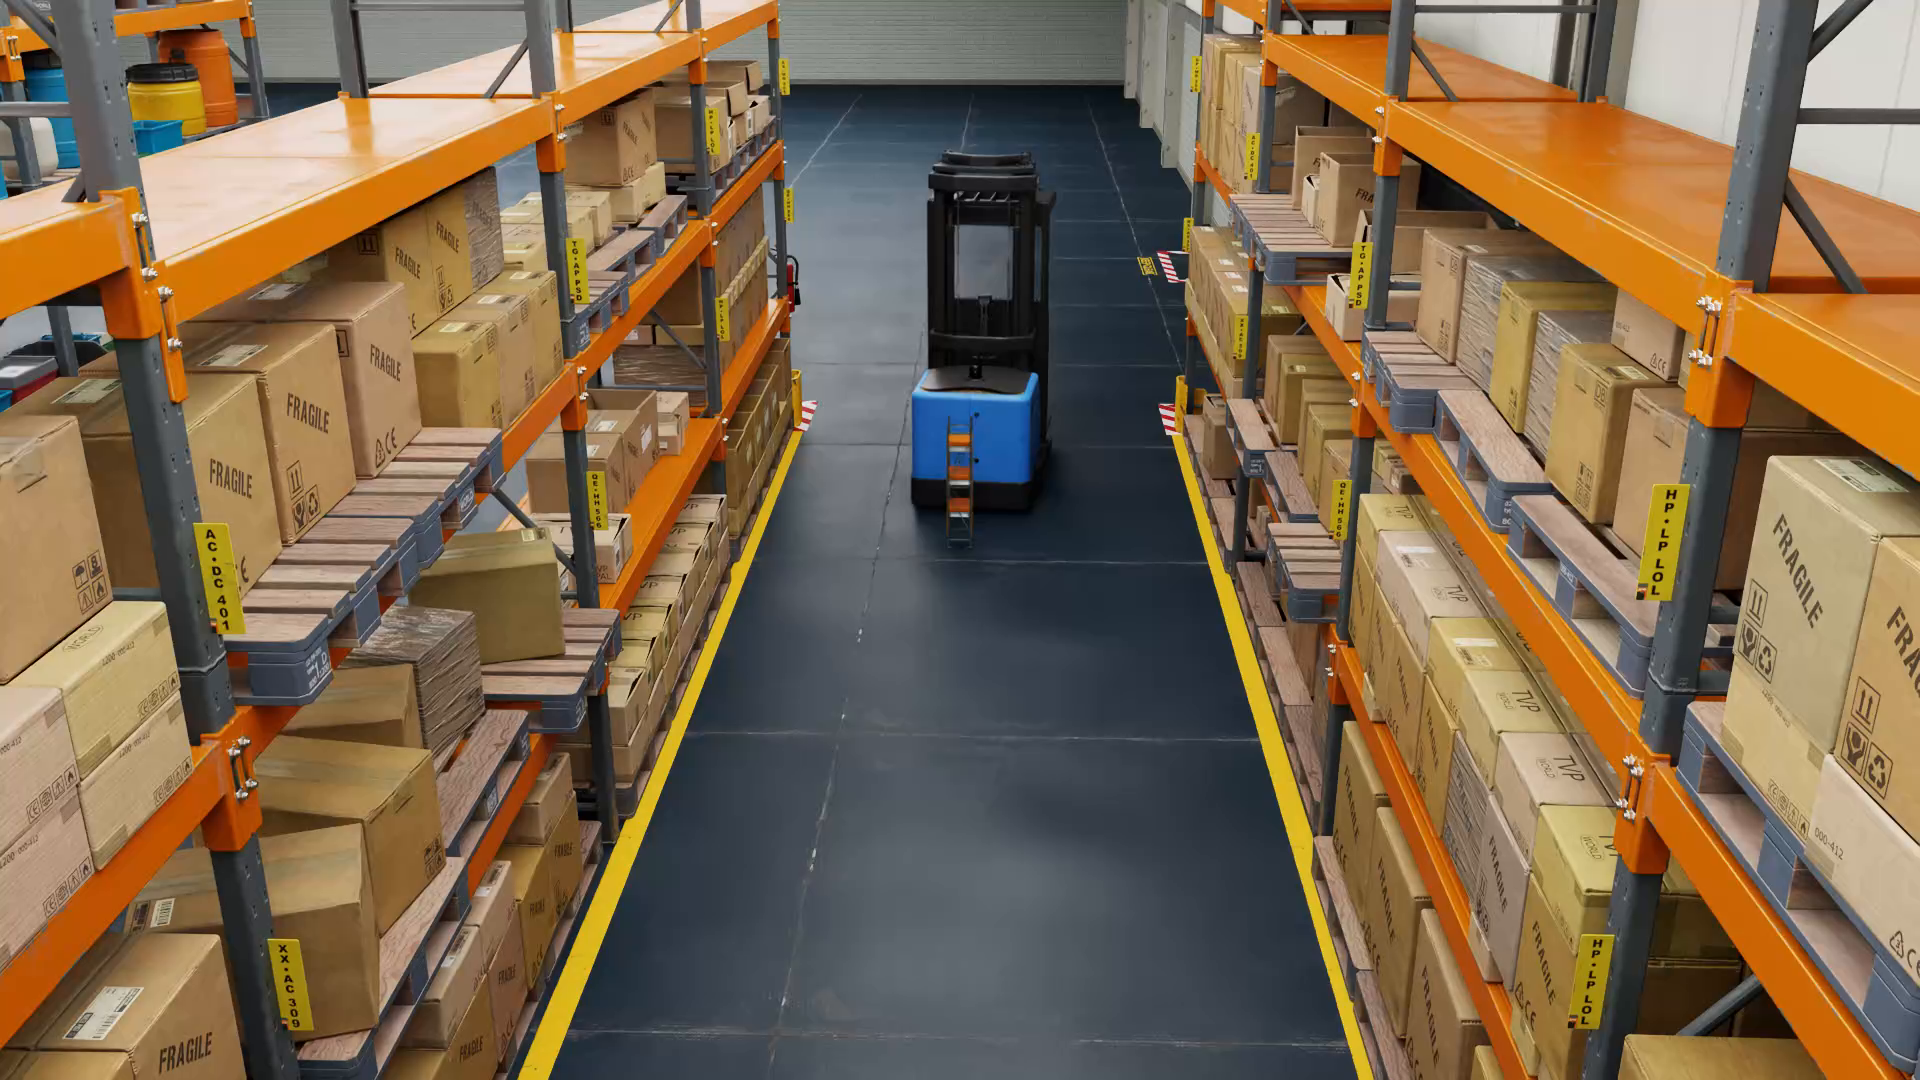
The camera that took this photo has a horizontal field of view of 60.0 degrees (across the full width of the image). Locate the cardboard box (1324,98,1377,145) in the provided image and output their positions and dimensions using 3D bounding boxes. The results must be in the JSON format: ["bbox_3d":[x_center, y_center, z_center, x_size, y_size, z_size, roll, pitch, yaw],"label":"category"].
[{"bbox_3d":[2.931,-3.190,12.202,0.500,0.500,0.500,1,21,3],"label":"cardboard box"}]

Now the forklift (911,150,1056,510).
[{"bbox_3d":[0.285,-2.122,15.239,1.130,2.935,3.031,3,21,7],"label":"forklift"}]

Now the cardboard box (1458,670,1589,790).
[{"bbox_3d":[2.186,0.712,6.227,0.500,0.250,0.500,1,21,3],"label":"cardboard box"}]

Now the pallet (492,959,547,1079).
[{"bbox_3d":[-2.543,2.307,7.585,1.003,0.211,1.213,1,21,2],"label":"pallet"}]

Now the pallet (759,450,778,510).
[{"bbox_3d":[-2.221,-0.578,15.020,1.003,0.211,1.213,1,21,2],"label":"pallet"}]

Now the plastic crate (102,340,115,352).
[{"bbox_3d":[-6.949,-1.593,14.075,0.450,0.188,0.662,1,21,2],"label":"plastic crate"}]

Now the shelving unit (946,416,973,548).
[{"bbox_3d":[-0.002,-0.470,13.583,0.215,1.050,0.252,1,21,2],"label":"shelving unit"}]

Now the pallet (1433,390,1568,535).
[{"bbox_3d":[2.511,-0.322,6.620,1.003,0.211,1.213,2,21,4],"label":"pallet"}]

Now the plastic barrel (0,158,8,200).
[{"bbox_3d":[-7.071,-2.650,11.667,0.600,0.901,0.708,1,21,2],"label":"plastic barrel"}]

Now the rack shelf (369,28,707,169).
[{"bbox_3d":[-2.382,-2.701,9.890,1.077,0.370,4.000,1,21,2],"label":"rack shelf"}]

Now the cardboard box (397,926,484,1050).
[{"bbox_3d":[-2.276,1.821,6.794,0.500,0.250,0.500,1,21,2],"label":"cardboard box"}]

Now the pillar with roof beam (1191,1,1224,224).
[{"bbox_3d":[-0.343,-9.462,25.769,9.100,9.000,0.400,1,21,2],"label":"pillar with roof beam"}]

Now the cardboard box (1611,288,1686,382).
[{"bbox_3d":[2.546,-0.719,5.599,0.500,0.250,0.500,0,21,0],"label":"cardboard box"}]

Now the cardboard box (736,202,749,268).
[{"bbox_3d":[-2.253,-2.686,14.667,0.700,0.500,0.500,1,21,2],"label":"cardboard box"}]

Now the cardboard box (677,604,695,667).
[{"bbox_3d":[-2.093,0.642,11.241,0.500,0.250,0.500,1,21,3],"label":"cardboard box"}]

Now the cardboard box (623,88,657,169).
[{"bbox_3d":[-2.380,-2.800,11.335,0.500,0.500,0.500,1,21,2],"label":"cardboard box"}]

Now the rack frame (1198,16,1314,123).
[{"bbox_3d":[2.752,-5.339,15.141,1.000,3.000,0.127,1,21,2],"label":"rack frame"}]

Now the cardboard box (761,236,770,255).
[{"bbox_3d":[-2.021,-2.804,15.867,0.380,0.149,0.250,0,21,1],"label":"cardboard box"}]

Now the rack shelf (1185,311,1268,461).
[{"bbox_3d":[2.691,-1.483,14.493,1.077,0.370,4.000,1,21,2],"label":"rack shelf"}]

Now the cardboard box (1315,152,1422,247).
[{"bbox_3d":[2.496,-2.094,10.206,0.500,0.500,0.500,0,21,0],"label":"cardboard box"}]

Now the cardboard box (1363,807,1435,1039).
[{"bbox_3d":[2.322,1.738,7.587,0.750,0.750,0.750,1,21,1],"label":"cardboard box"}]

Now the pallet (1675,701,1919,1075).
[{"bbox_3d":[2.351,0.736,3.756,1.003,0.211,1.213,1,21,2],"label":"pallet"}]

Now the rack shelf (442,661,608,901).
[{"bbox_3d":[-2.504,1.356,7.175,1.077,0.370,4.000,1,21,2],"label":"rack shelf"}]

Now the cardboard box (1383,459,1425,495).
[{"bbox_3d":[2.489,-0.328,8.879,0.380,0.149,0.250,-2,21,-5],"label":"cardboard box"}]

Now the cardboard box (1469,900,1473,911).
[{"bbox_3d":[2.174,1.411,6.359,0.380,0.149,0.250,1,21,2],"label":"cardboard box"}]

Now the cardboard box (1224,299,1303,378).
[{"bbox_3d":[2.335,-1.559,12.836,0.500,0.500,0.500,1,21,1],"label":"cardboard box"}]

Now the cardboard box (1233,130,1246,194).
[{"bbox_3d":[2.427,-2.918,12.883,0.500,0.500,0.500,-1,21,-3],"label":"cardboard box"}]

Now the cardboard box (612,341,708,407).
[{"bbox_3d":[-2.314,-1.356,13.032,0.700,0.500,0.500,0,21,0],"label":"cardboard box"}]

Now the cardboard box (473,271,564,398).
[{"bbox_3d":[-2.423,-0.989,7.940,0.910,0.500,0.500,1,21,2],"label":"cardboard box"}]

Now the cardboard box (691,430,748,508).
[{"bbox_3d":[-1.994,-0.576,13.345,0.500,0.500,0.500,1,21,2],"label":"cardboard box"}]

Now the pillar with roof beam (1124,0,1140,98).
[{"bbox_3d":[0.205,-15.970,42.542,9.100,9.000,0.400,1,21,2],"label":"pillar with roof beam"}]

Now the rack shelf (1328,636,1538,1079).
[{"bbox_3d":[2.448,1.409,7.038,1.077,0.370,4.000,1,21,2],"label":"rack shelf"}]

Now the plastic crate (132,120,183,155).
[{"bbox_3d":[-6.908,-3.349,14.182,0.392,0.384,0.575,1,21,2],"label":"plastic crate"}]

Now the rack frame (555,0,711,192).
[{"bbox_3d":[-2.321,-3.946,11.551,1.000,3.000,0.127,1,21,2],"label":"rack frame"}]

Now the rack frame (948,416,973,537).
[{"bbox_3d":[0.002,-0.514,13.696,0.200,1.050,0.008,1,21,2],"label":"rack frame"}]

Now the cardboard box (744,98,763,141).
[{"bbox_3d":[-1.988,-3.593,14.137,0.500,0.311,0.500,3,21,8],"label":"cardboard box"}]

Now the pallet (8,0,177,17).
[{"bbox_3d":[-7.241,-4.467,13.710,1.003,0.211,1.213,1,21,2],"label":"pallet"}]

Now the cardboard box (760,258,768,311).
[{"bbox_3d":[-2.227,-2.473,15.911,0.700,0.500,0.500,1,21,2],"label":"cardboard box"}]

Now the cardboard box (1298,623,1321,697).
[{"bbox_3d":[2.597,0.685,10.757,0.700,0.500,0.500,1,21,1],"label":"cardboard box"}]

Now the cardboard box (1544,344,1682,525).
[{"bbox_3d":[2.476,-0.372,5.741,0.700,0.500,0.500,0,21,1],"label":"cardboard box"}]

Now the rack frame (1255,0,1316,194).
[{"bbox_3d":[2.630,-3.892,11.414,1.000,3.000,0.127,1,21,2],"label":"rack frame"}]

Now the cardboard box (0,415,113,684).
[{"bbox_3d":[-2.541,0.009,3.985,0.700,0.500,0.500,1,21,2],"label":"cardboard box"}]

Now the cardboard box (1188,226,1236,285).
[{"bbox_3d":[2.437,-2.661,15.678,0.500,0.500,0.500,1,21,2],"label":"cardboard box"}]

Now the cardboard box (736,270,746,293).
[{"bbox_3d":[-2.066,-2.243,14.421,0.380,0.149,0.250,0,21,1],"label":"cardboard box"}]

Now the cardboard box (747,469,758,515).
[{"bbox_3d":[-1.984,-0.408,13.947,0.500,0.250,0.500,1,21,2],"label":"cardboard box"}]

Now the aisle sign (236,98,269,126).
[{"bbox_3d":[-6.852,-3.886,16.096,0.394,0.787,0.004,1,21,2],"label":"aisle sign"}]

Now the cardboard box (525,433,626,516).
[{"bbox_3d":[-2.408,-0.356,10.455,0.500,0.500,0.500,0,21,-1],"label":"cardboard box"}]

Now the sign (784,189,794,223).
[{"bbox_3d":[-1.658,-3.234,16.083,0.100,0.325,0.005,1,21,2],"label":"sign"}]

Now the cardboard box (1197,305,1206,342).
[{"bbox_3d":[2.397,-1.936,14.845,0.500,0.250,0.500,0,21,1],"label":"cardboard box"}]

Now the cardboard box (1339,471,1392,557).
[{"bbox_3d":[2.513,-0.071,9.112,0.700,0.500,0.500,-2,21,-5],"label":"cardboard box"}]

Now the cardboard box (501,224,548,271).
[{"bbox_3d":[-2.488,-1.581,9.231,0.500,0.250,0.500,1,21,3],"label":"cardboard box"}]

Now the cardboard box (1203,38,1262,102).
[{"bbox_3d":[2.432,-4.145,14.663,0.500,0.500,0.500,0,21,1],"label":"cardboard box"}]

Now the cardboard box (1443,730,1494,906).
[{"bbox_3d":[2.178,1.067,6.350,0.500,0.500,0.500,1,21,2],"label":"cardboard box"}]

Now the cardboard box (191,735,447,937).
[{"bbox_3d":[-2.369,1.083,6.165,0.700,0.500,0.500,4,22,10],"label":"cardboard box"}]

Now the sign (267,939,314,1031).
[{"bbox_3d":[-2.022,1.343,5.016,0.100,0.325,0.005,1,21,2],"label":"sign"}]

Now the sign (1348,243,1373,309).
[{"bbox_3d":[1.966,-1.295,8.153,0.100,0.325,0.005,1,21,2],"label":"sign"}]

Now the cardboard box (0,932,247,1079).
[{"bbox_3d":[-2.321,1.417,4.504,0.500,0.500,0.500,1,21,2],"label":"cardboard box"}]

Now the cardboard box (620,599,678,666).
[{"bbox_3d":[-2.108,0.562,10.673,0.500,0.311,0.500,0,21,0],"label":"cardboard box"}]

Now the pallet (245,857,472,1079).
[{"bbox_3d":[-2.431,1.546,5.958,1.003,0.211,1.213,1,21,2],"label":"pallet"}]
